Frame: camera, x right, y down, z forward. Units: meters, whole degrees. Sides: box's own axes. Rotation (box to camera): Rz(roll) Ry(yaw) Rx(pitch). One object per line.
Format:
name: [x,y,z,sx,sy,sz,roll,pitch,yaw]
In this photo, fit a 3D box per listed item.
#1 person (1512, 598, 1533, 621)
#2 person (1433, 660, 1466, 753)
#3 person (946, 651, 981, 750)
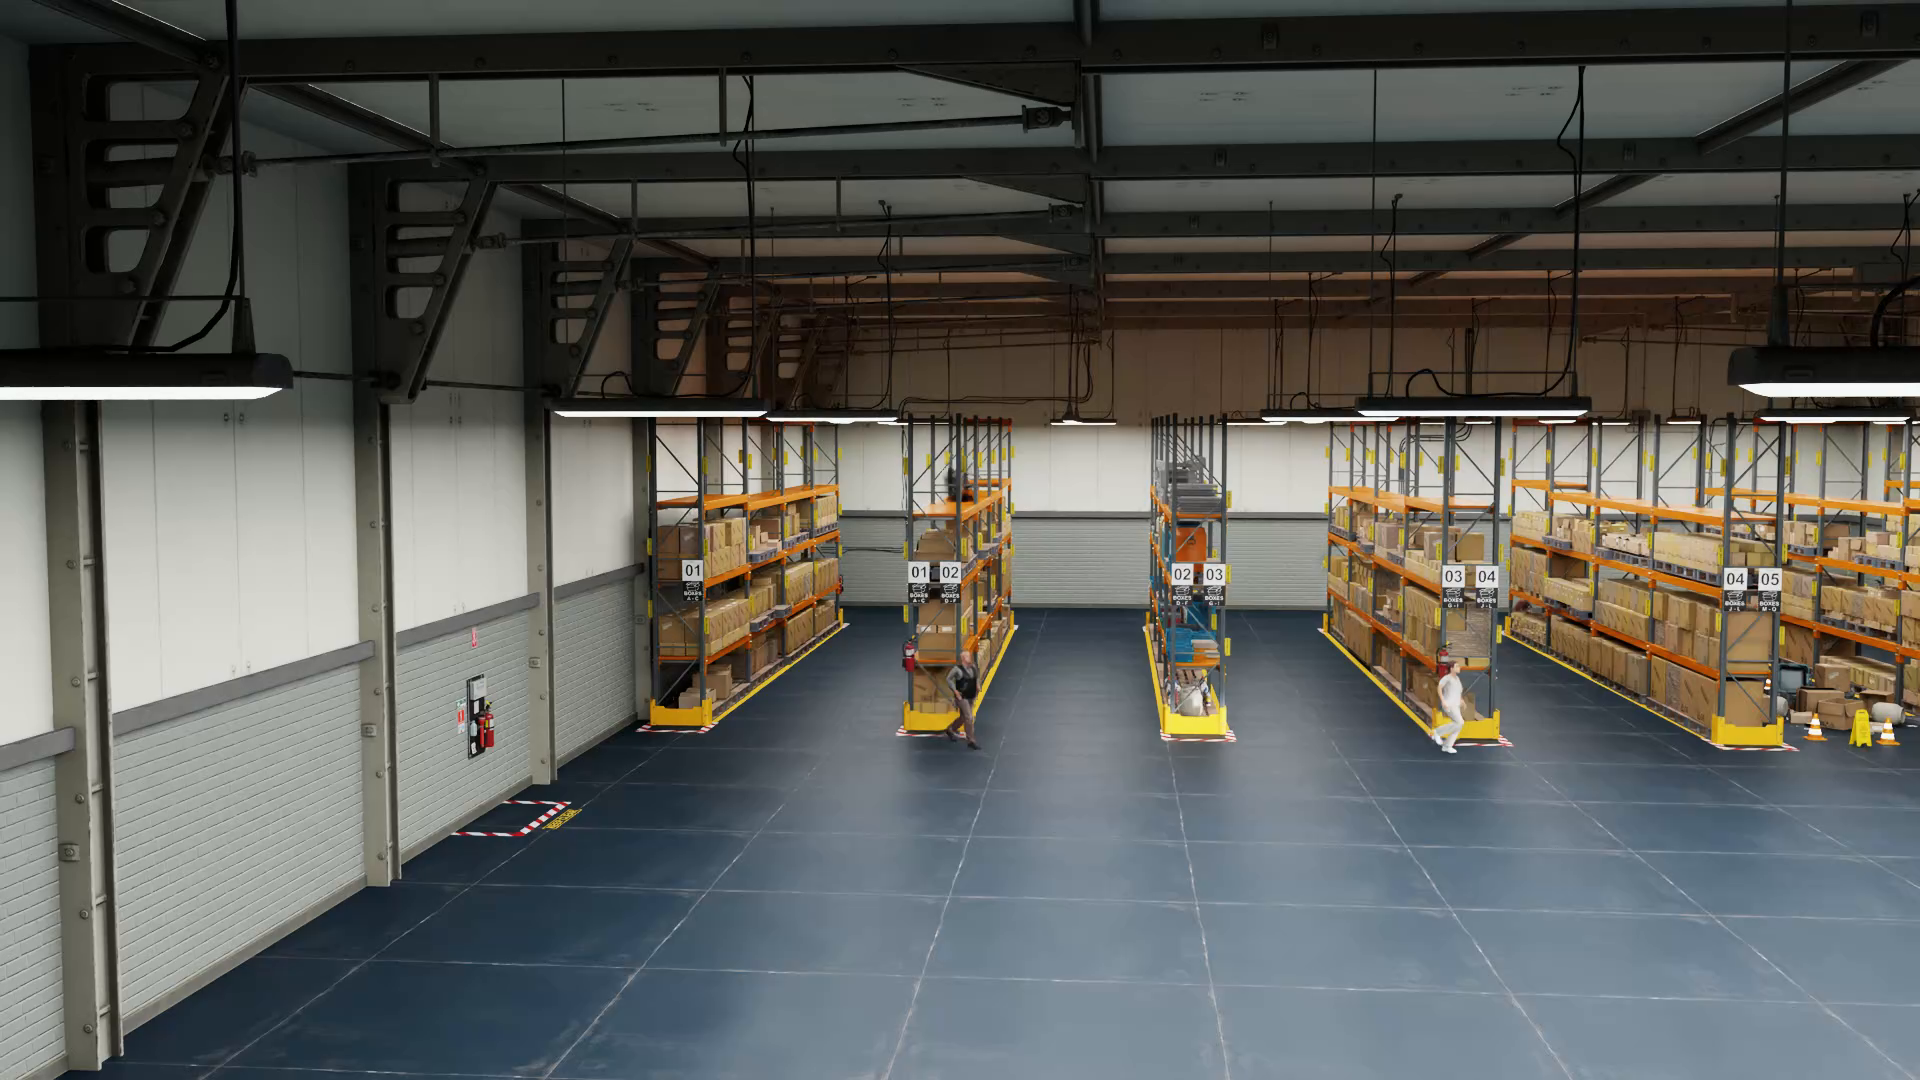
person: [16.048,1.707,47.425,0.873,1.632,0.636,3,5,36]
person: [8.744,2.936,29.496,0.534,1.594,0.597,4,5,45]
person: [0.070,2.834,29.720,0.903,1.723,0.658,3,5,42]
